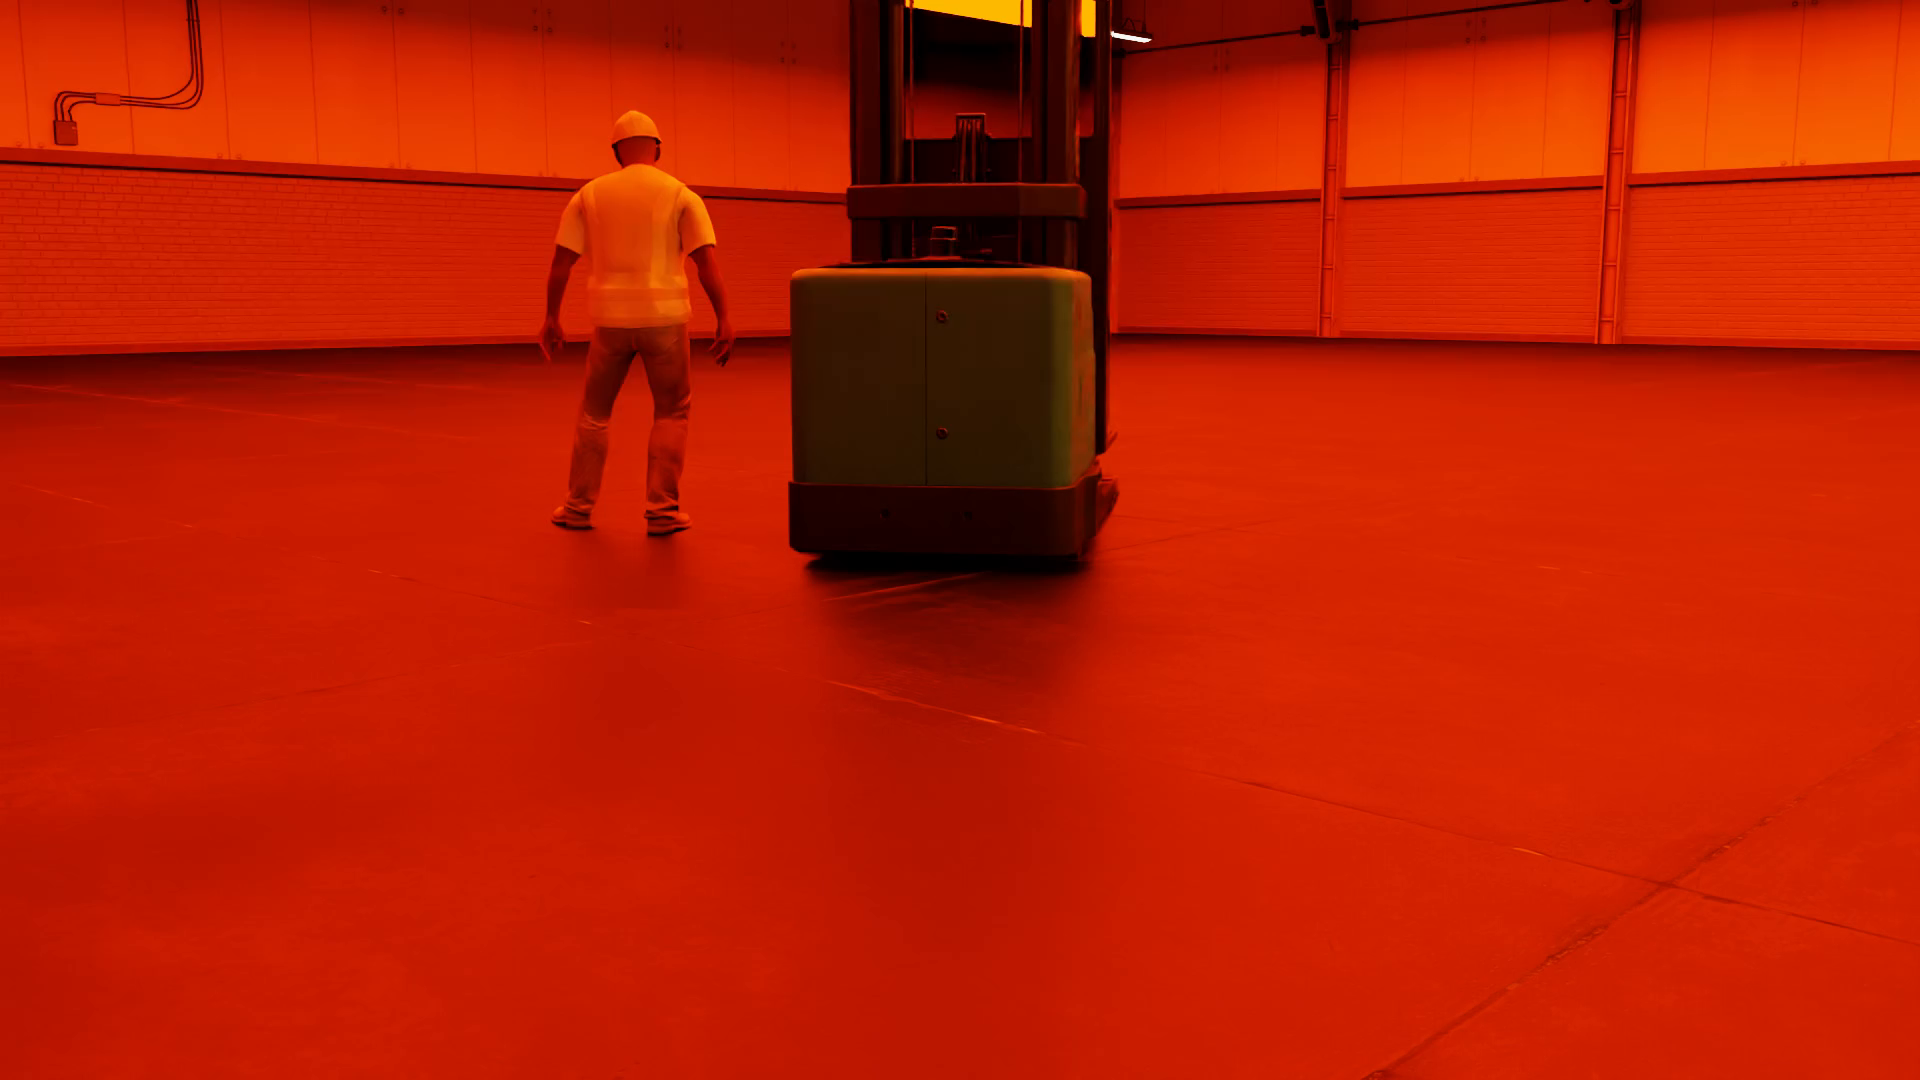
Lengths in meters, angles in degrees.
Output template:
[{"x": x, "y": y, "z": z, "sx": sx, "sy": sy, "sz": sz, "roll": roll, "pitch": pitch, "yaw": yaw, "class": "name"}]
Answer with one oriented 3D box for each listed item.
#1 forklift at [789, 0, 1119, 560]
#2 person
[{"x": 0.124, "y": -1.553, "z": 7.190, "sx": 1.130, "sy": 2.935, "sz": 3.031, "roll": 1, "pitch": 9, "yaw": 9, "class": "forklift"}, {"x": -1.345, "y": -0.911, "z": 6.946, "sx": 0.866, "sy": 1.732, "sz": 0.444, "roll": 1, "pitch": 9, "yaw": 6, "class": "person"}]
